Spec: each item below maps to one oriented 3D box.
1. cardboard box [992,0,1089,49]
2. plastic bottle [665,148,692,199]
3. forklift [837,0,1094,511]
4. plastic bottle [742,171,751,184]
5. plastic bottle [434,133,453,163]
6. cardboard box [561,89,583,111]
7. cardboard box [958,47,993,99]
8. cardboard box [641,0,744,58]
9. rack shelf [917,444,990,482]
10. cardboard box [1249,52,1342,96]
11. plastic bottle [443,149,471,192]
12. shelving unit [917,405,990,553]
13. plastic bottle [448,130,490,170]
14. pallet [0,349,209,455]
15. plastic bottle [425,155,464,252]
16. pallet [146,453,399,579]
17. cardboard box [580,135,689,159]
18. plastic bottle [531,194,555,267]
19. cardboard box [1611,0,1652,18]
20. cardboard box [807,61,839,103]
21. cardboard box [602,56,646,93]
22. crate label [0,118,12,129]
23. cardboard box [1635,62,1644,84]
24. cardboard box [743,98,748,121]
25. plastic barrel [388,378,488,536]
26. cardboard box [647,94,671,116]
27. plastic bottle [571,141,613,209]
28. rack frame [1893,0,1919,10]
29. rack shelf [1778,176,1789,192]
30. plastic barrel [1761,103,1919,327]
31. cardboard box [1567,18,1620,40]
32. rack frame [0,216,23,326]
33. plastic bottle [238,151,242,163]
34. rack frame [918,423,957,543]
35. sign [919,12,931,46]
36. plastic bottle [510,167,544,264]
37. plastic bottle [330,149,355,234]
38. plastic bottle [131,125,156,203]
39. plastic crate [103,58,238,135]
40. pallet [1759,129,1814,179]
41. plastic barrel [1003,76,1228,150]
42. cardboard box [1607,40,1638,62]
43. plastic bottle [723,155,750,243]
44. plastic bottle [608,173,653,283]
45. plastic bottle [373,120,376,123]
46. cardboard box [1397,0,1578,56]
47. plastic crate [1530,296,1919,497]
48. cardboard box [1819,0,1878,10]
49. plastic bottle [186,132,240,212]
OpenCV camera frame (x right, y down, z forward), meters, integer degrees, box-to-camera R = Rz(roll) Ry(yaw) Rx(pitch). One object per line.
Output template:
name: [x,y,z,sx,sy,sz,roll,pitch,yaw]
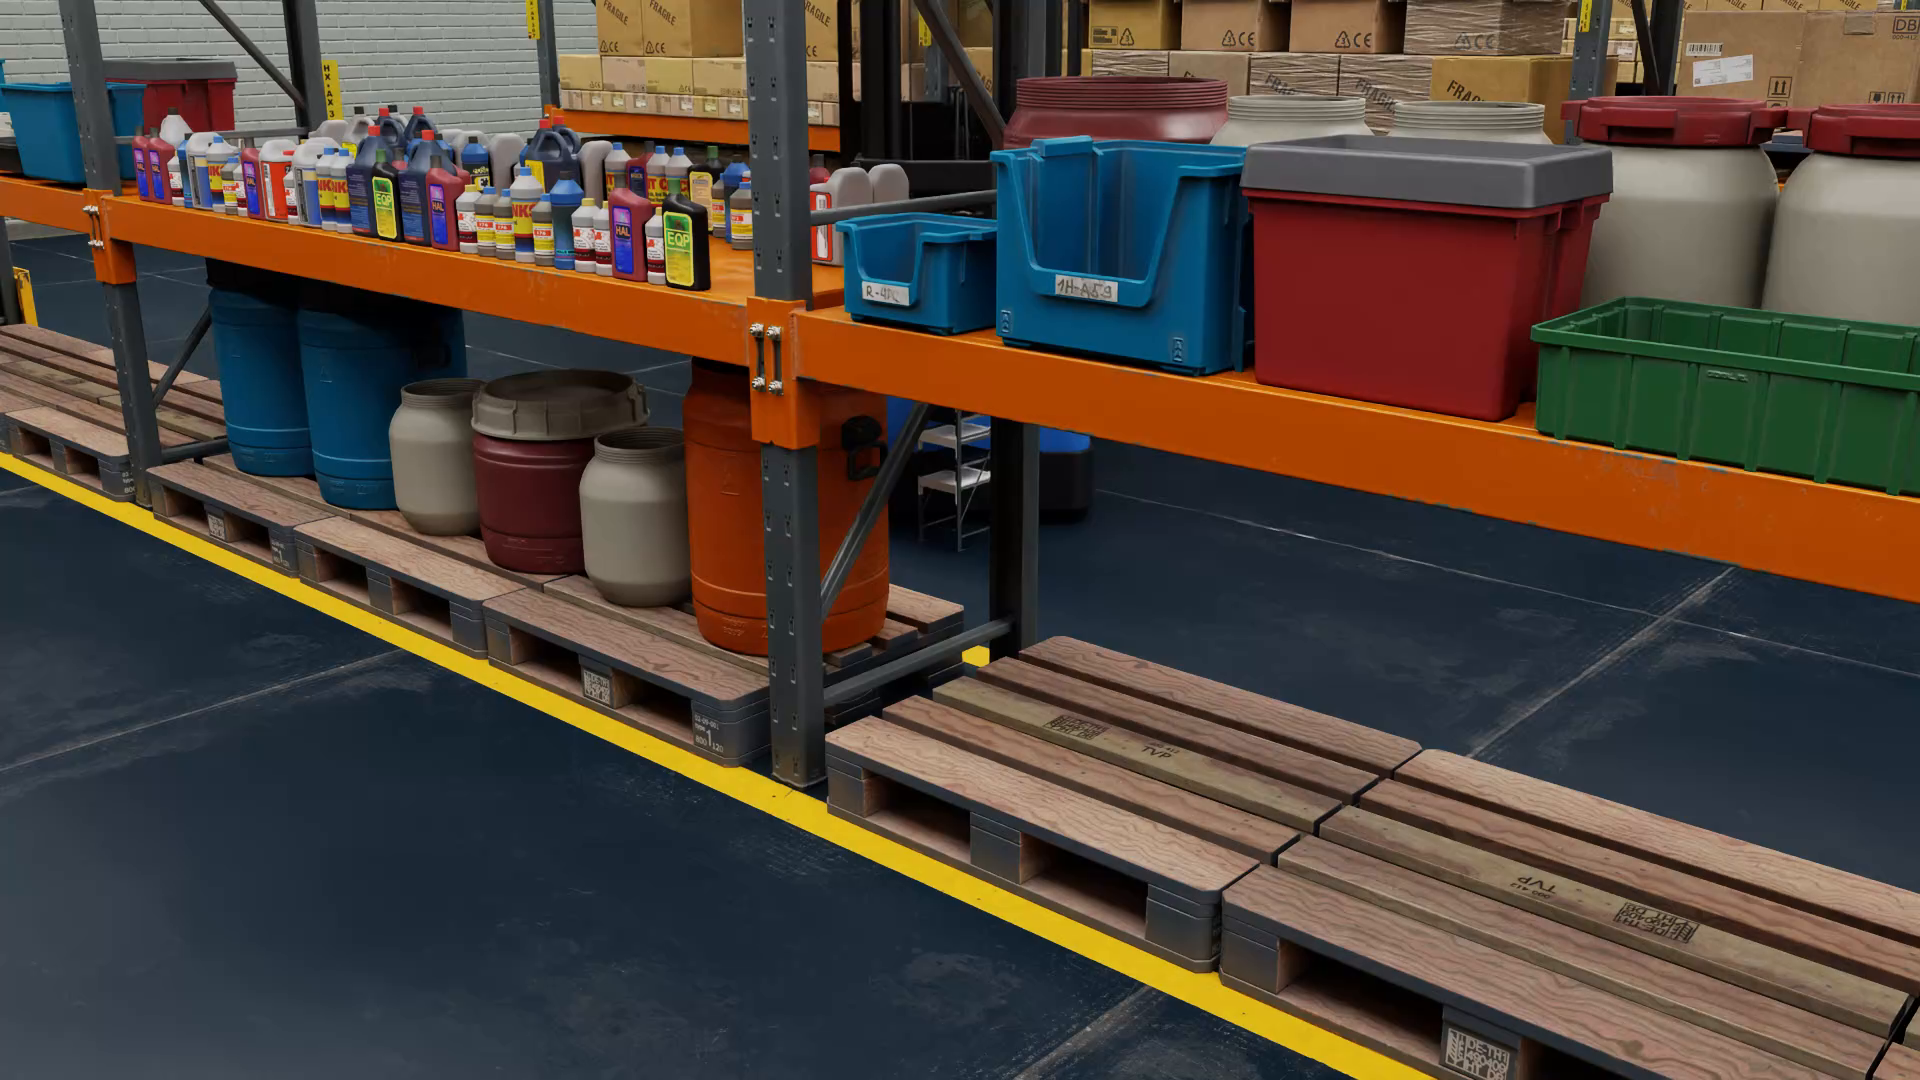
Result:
cardboard box: [0.642,-3.199,9.910,0.637,0.503,0.797,14,23,38]
plastic bottle: [-0.933,-1.170,5.553,0.097,0.271,0.097,0,18,0]
forklift: [-0.006,-1.906,7.772,1.130,2.935,3.031,0,18,-1]
plastic bottle: [-0.592,-1.070,5.229,0.135,0.276,0.152,15,23,39]
plastic bottle: [-1.937,-1.378,6.209,0.097,0.271,0.097,0,18,0]
cardboard box: [-2.787,-3.337,12.584,0.250,0.149,0.380,15,23,40]
cardboard box: [0.337,-2.699,9.991,0.500,0.500,0.500,15,23,39]
cardboard box: [-1.888,-3.670,11.734,0.500,0.500,0.500,14,23,38]
rack shelf: [-0.007,-0.307,6.500,0.200,0.077,0.258,15,23,40]
cardboard box: [1.857,-2.292,8.711,0.500,0.500,0.500,14,22,38]
plastic bottle: [-1.620,-1.104,5.326,0.133,0.283,0.061,15,23,39]
shelving unit: [-0.007,-0.425,6.463,0.210,0.900,0.258,15,23,40]
plastic bottle: [-1.869,-1.413,6.309,0.135,0.276,0.152,15,23,39]
pallet: [-4.621,-0.734,8.576,1.213,0.211,1.003,15,23,39]
plastic bottle: [-1.578,-1.035,5.106,0.133,0.283,0.061,15,23,39]
pallet: [-2.580,-0.186,6.848,1.213,0.211,1.003,15,23,39]
cardboard box: [-2.301,-2.680,12.916,0.875,0.875,0.875,15,23,39]
plastic bottle: [-1.188,-0.898,4.812,0.097,0.201,0.097,0,18,0]
cardboard box: [6.875,-5.413,16.891,0.500,0.500,0.500,15,23,40]
cardboard box: [-0.734,-3.003,10.871,0.500,0.250,0.500,16,24,41]
cardboard box: [-2.260,-3.413,12.163,0.500,0.250,0.500,15,23,39]
crate label: [-4.959,-2.151,8.767,0.243,0.136,0.396,15,23,39]
cardboard box: [5.081,-3.381,12.026,0.250,0.149,0.380,14,22,37]
cardboard box: [-1.248,-2.925,11.286,0.250,0.149,0.380,15,23,38]
plastic barrel: [-1.841,-0.305,6.032,0.421,0.512,0.421,0,18,0]
cardboard box: [-2.017,-3.131,11.935,0.250,0.149,0.380,14,23,38]
plastic bottle: [-1.284,-1.256,5.814,0.135,0.276,0.152,15,23,39]
rack frame: [6.518,-3.099,11.417,0.127,3.000,1.000,15,23,39]
rack shelf: [4.646,-1.252,6.788,4.000,0.370,1.077,15,23,39]
plastic barrel: [1.736,-0.527,3.088,0.433,0.535,0.433,0,18,0]
cardboard box: [4.688,-3.770,12.269,0.250,0.149,0.380,16,24,41]
rack frame: [-6.121,-2.482,9.475,0.127,3.000,1.000,15,23,39]
plastic bottle: [-2.693,-1.364,6.279,0.097,0.201,0.097,0,18,0]
rack frame: [-0.082,-0.445,6.528,0.006,0.900,0.240,15,23,40]
sign: [-0.209,-3.124,9.936,0.005,0.325,0.100,15,23,39]
plastic bottle: [-1.261,-0.951,4.863,0.097,0.271,0.097,0,18,0]
plastic bottle: [-2.028,-1.157,5.512,0.097,0.271,0.097,0,18,0]
plastic bottle: [-3.138,-1.454,6.426,0.133,0.283,0.061,15,23,39]
plastic crate: [-3.630,-1.974,7.669,0.583,0.464,0.402,15,23,39]
pallet: [3.754,-1.786,7.599,1.003,0.211,1.213,15,23,39]
plastic barrel: [0.411,-0.916,4.316,0.708,0.536,0.600,15,23,39]
cardboard box: [4.880,-3.576,12.149,0.250,0.149,0.380,16,23,41]
plastic bottle: [-0.701,-1.083,5.280,0.097,0.271,0.097,0,18,0]
plastic bottle: [-0.896,-0.852,4.529,0.133,0.283,0.061,15,23,39]
plastic bottle: [-2.416,-1.582,6.829,0.133,0.283,0.061,15,23,39]
cardboard box: [2.614,-2.673,8.252,0.637,0.503,0.797,16,24,41]
plastic crate: [1.365,-0.258,2.816,0.662,0.188,0.450,15,23,39]
cardboard box: [8.412,-5.010,15.622,0.500,0.500,0.500,15,23,39]
plastic bottle: [-2.762,-1.368,6.167,0.135,0.276,0.152,15,23,39]
